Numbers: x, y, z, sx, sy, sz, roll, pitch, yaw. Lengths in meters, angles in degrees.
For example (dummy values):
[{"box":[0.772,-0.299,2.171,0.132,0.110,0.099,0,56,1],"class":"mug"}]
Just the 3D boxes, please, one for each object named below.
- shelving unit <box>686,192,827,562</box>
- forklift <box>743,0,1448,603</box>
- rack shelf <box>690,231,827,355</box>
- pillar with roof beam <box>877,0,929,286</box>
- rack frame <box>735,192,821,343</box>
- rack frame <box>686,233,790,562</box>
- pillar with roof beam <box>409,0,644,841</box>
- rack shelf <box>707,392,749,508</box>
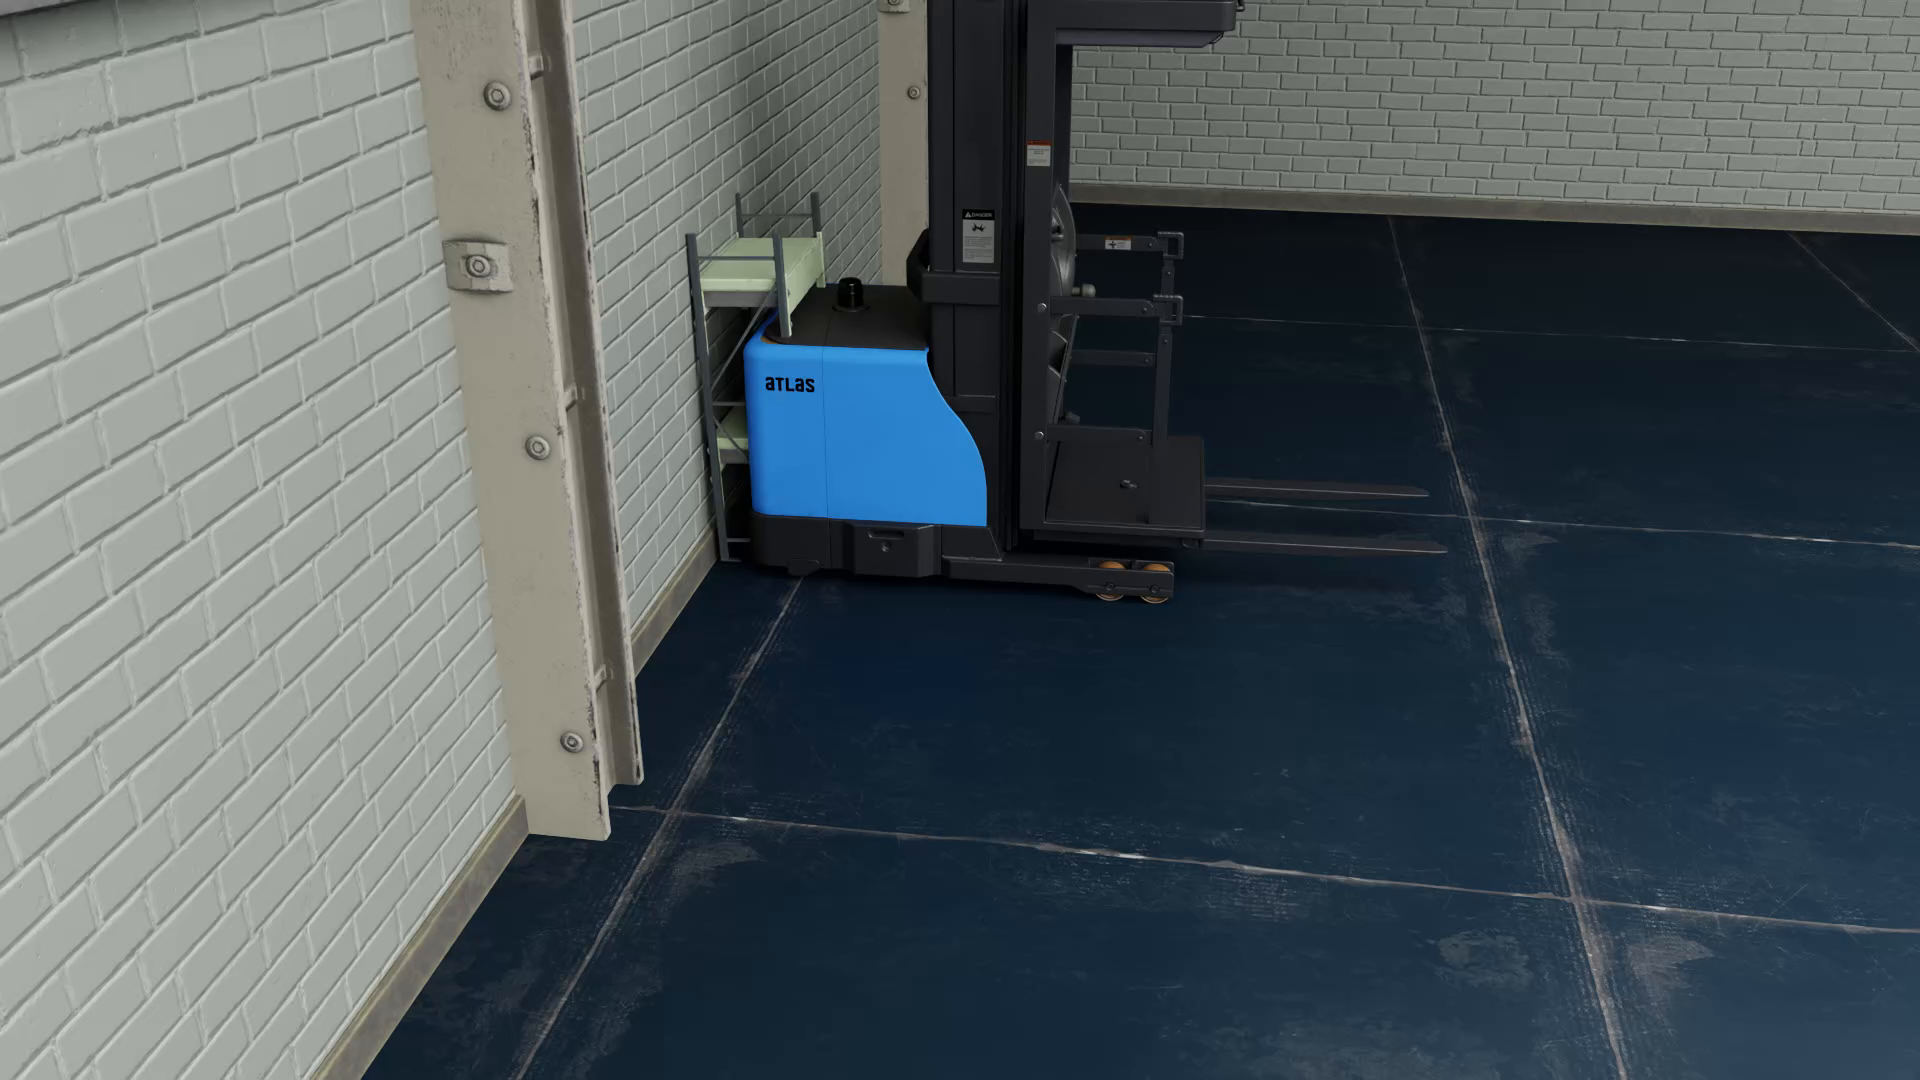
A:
[{"box":[-0.859,-0.737,7.511,0.431,1.500,0.755,1,25,8],"class":"shelving unit"},{"box":[0.626,-1.294,7.057,3.031,2.935,1.130,3,25,6],"class":"forklift"},{"box":[-0.873,-1.091,7.349,0.431,0.370,0.720,1,25,8],"class":"rack shelf"},{"box":[3.917,-5.369,8.606,9.100,9.000,0.400,4,25,9],"class":"pillar with roof beam"},{"box":[-0.810,-0.890,7.840,0.400,1.500,0.023,1,25,8],"class":"rack frame"},{"box":[-0.908,-0.584,7.182,0.400,1.500,0.023,1,25,8],"class":"rack frame"},{"box":[2.936,-2.860,3.245,9.100,9.000,0.400,4,25,9],"class":"pillar with roof beam"},{"box":[-0.847,-0.441,7.647,0.431,0.370,0.720,1,25,8],"class":"rack shelf"}]
